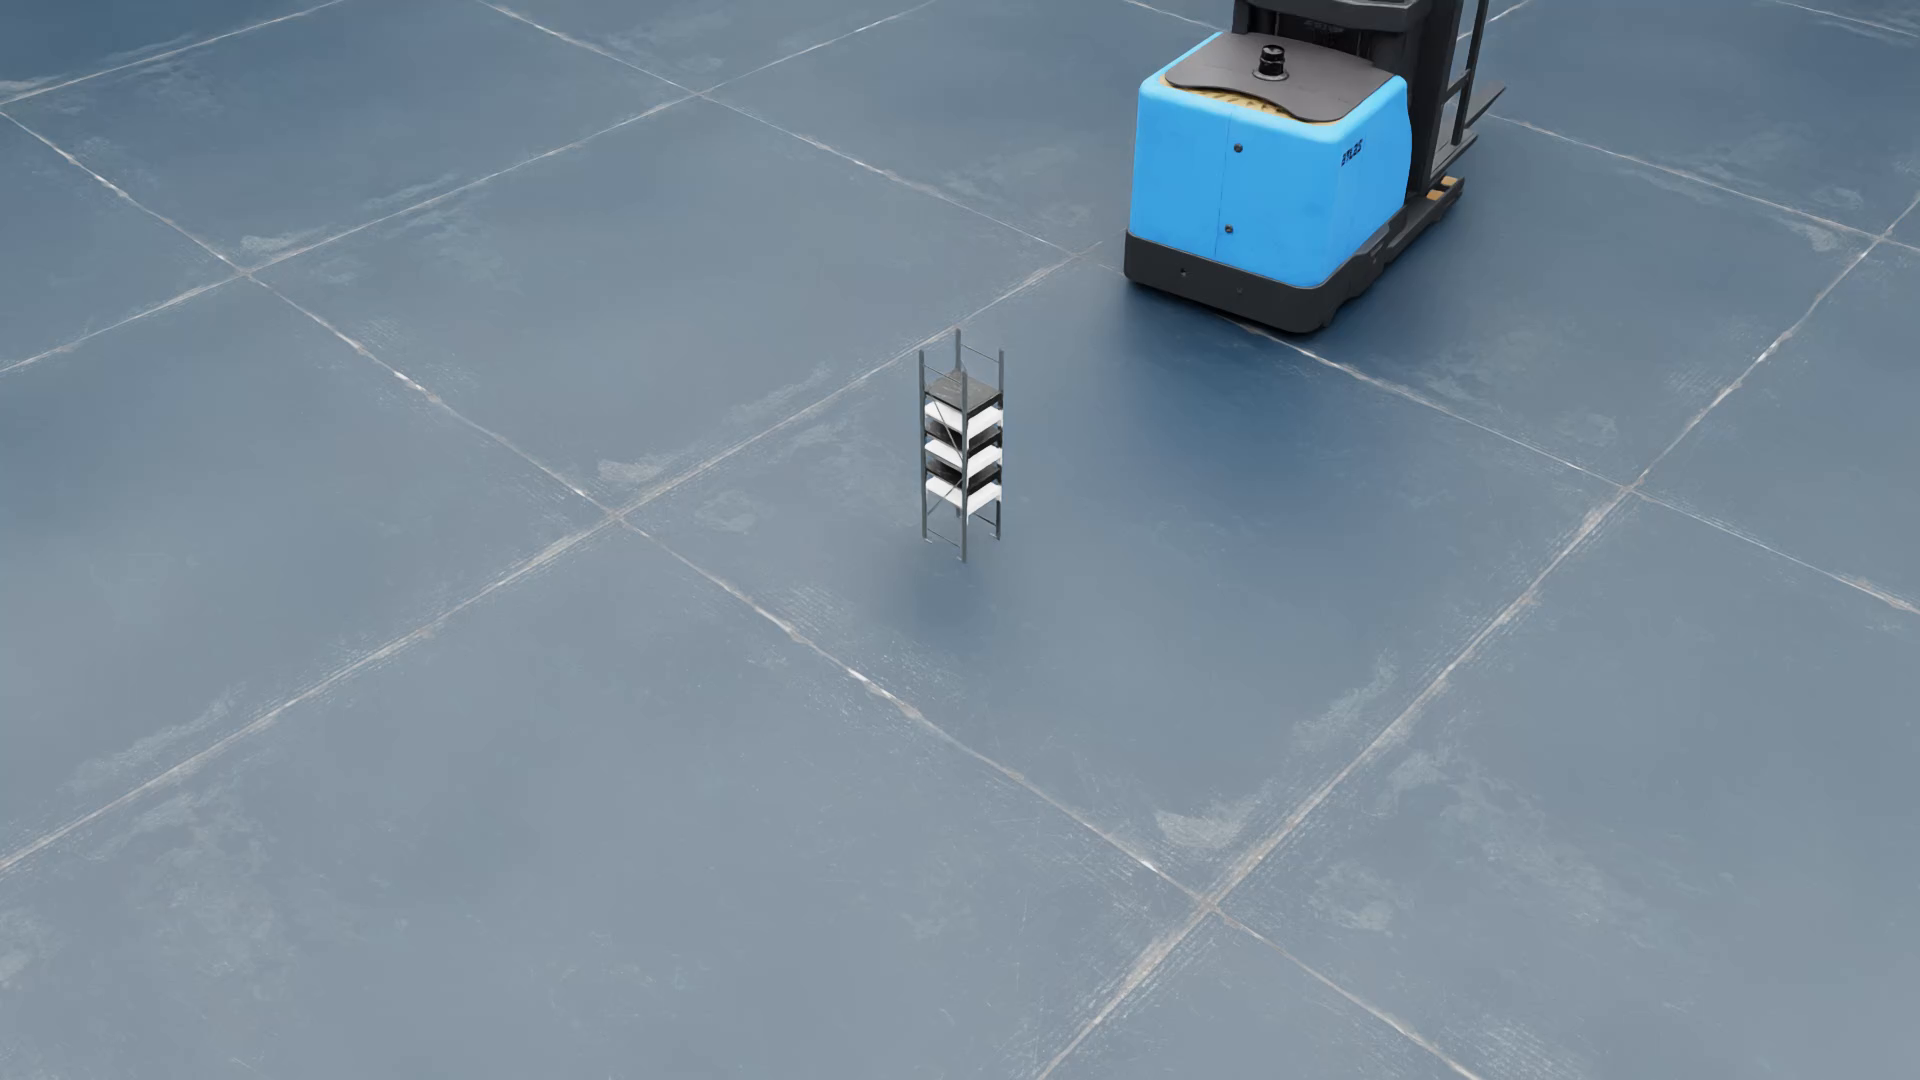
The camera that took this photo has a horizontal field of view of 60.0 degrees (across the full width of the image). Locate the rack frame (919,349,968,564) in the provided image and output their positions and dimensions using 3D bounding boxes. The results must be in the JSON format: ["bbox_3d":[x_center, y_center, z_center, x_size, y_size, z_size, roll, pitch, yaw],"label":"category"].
[{"bbox_3d":[-0.063,-0.309,6.416,0.240,0.900,0.006,30,47,32],"label":"rack frame"}]

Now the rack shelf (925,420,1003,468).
[{"bbox_3d":[0.005,-0.400,6.439,0.258,0.077,0.200,30,47,32],"label":"rack shelf"}]

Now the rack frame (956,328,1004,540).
[{"bbox_3d":[0.074,-0.403,6.533,0.240,0.900,0.006,30,47,32],"label":"rack frame"}]

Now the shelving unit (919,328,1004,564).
[{"bbox_3d":[0.005,-0.356,6.475,0.258,0.900,0.210,30,47,32],"label":"shelving unit"}]

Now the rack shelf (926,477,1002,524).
[{"bbox_3d":[0.005,-0.189,6.607,0.258,0.077,0.200,30,47,32],"label":"rack shelf"}]

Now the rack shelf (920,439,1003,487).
[{"bbox_3d":[0.005,-0.330,6.495,0.258,0.077,0.200,30,47,32],"label":"rack shelf"}]

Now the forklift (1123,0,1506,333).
[{"bbox_3d":[2.070,-3.003,8.172,1.130,2.935,3.031,23,44,27],"label":"forklift"}]

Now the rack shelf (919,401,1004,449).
[{"bbox_3d":[0.005,-0.471,6.383,0.258,0.077,0.200,30,47,32],"label":"rack shelf"}]

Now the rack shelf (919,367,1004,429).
[{"bbox_3d":[0.005,-0.541,6.327,0.258,0.077,0.200,30,47,32],"label":"rack shelf"}]

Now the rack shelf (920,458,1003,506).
[{"bbox_3d":[0.005,-0.259,6.551,0.258,0.077,0.200,30,47,32],"label":"rack shelf"}]
